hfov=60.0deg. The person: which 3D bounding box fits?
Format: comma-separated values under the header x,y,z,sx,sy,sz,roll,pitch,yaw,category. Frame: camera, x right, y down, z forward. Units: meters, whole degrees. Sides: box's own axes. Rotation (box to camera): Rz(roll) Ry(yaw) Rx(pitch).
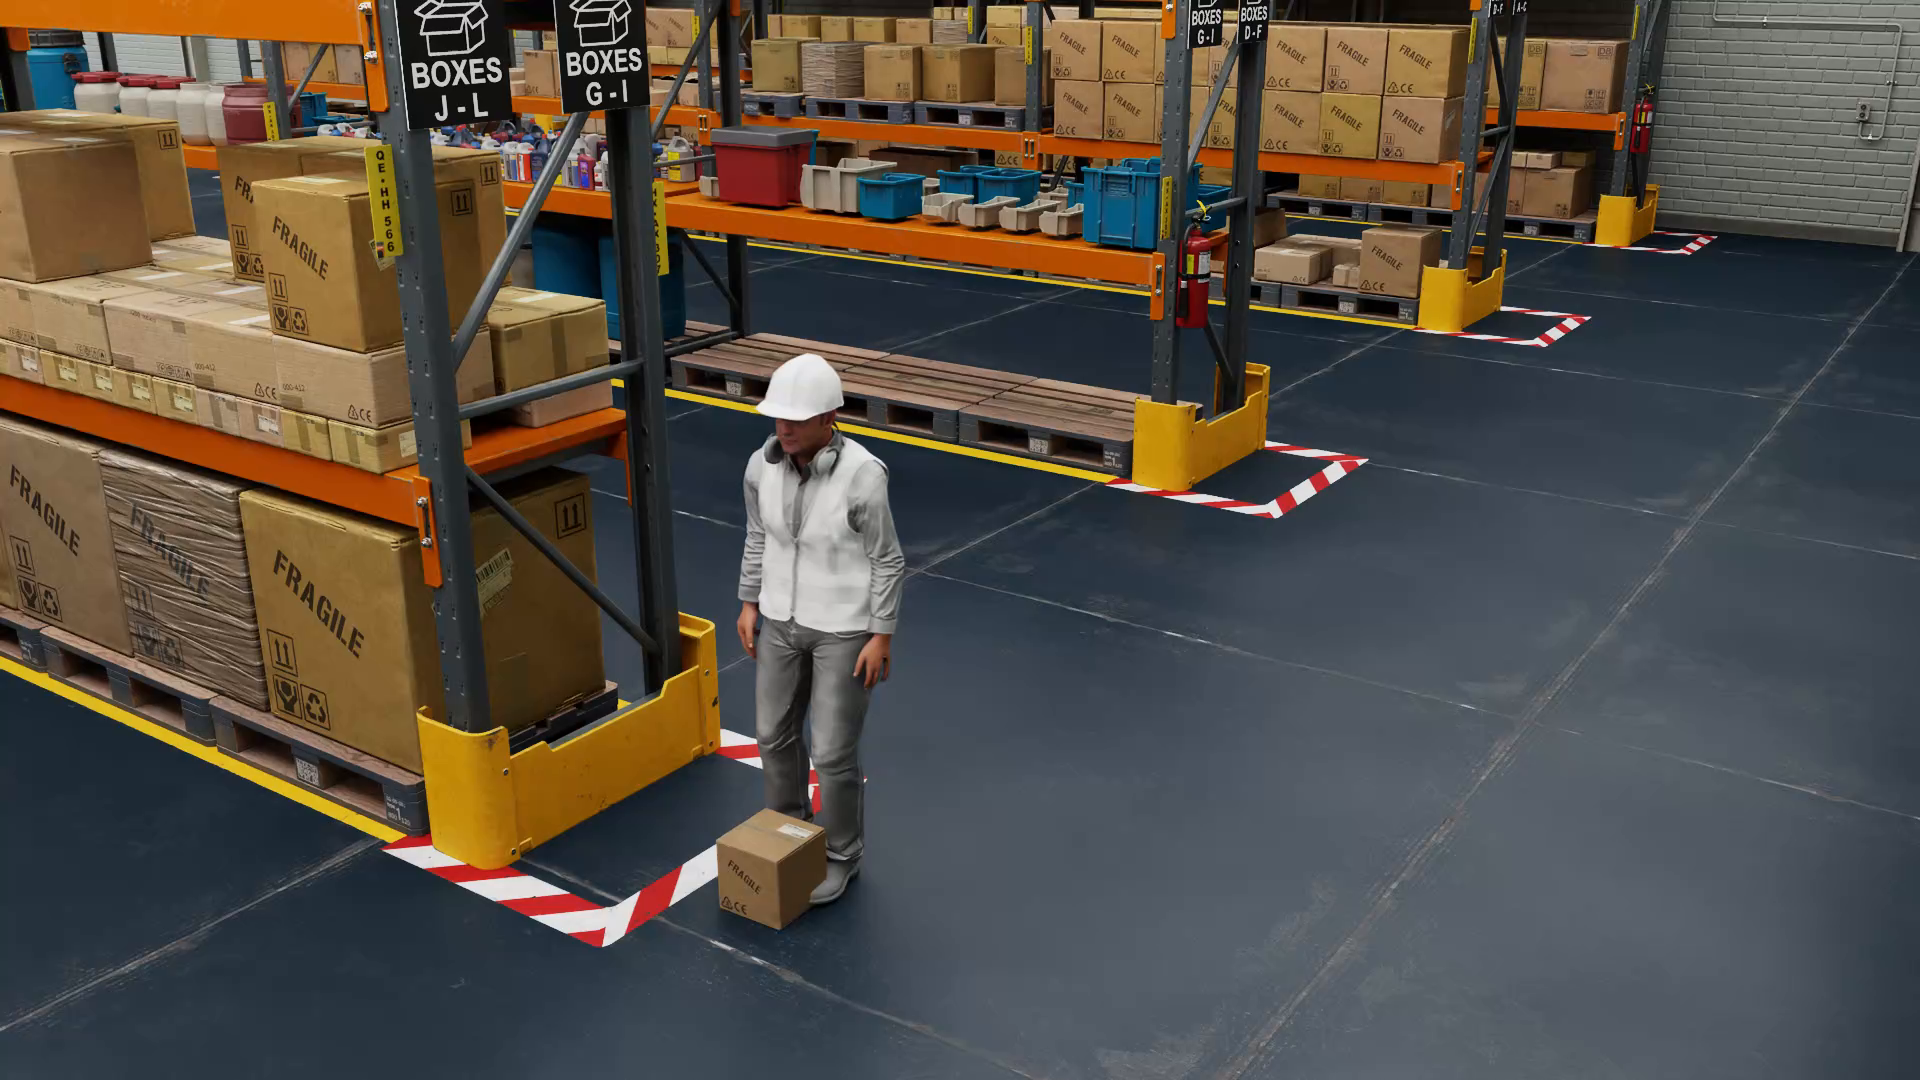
x,y,z,sx,sy,sz,roll,pitch,yaw,category
-0.459,0.266,5.288,0.586,1.770,0.476,11,23,29,person
